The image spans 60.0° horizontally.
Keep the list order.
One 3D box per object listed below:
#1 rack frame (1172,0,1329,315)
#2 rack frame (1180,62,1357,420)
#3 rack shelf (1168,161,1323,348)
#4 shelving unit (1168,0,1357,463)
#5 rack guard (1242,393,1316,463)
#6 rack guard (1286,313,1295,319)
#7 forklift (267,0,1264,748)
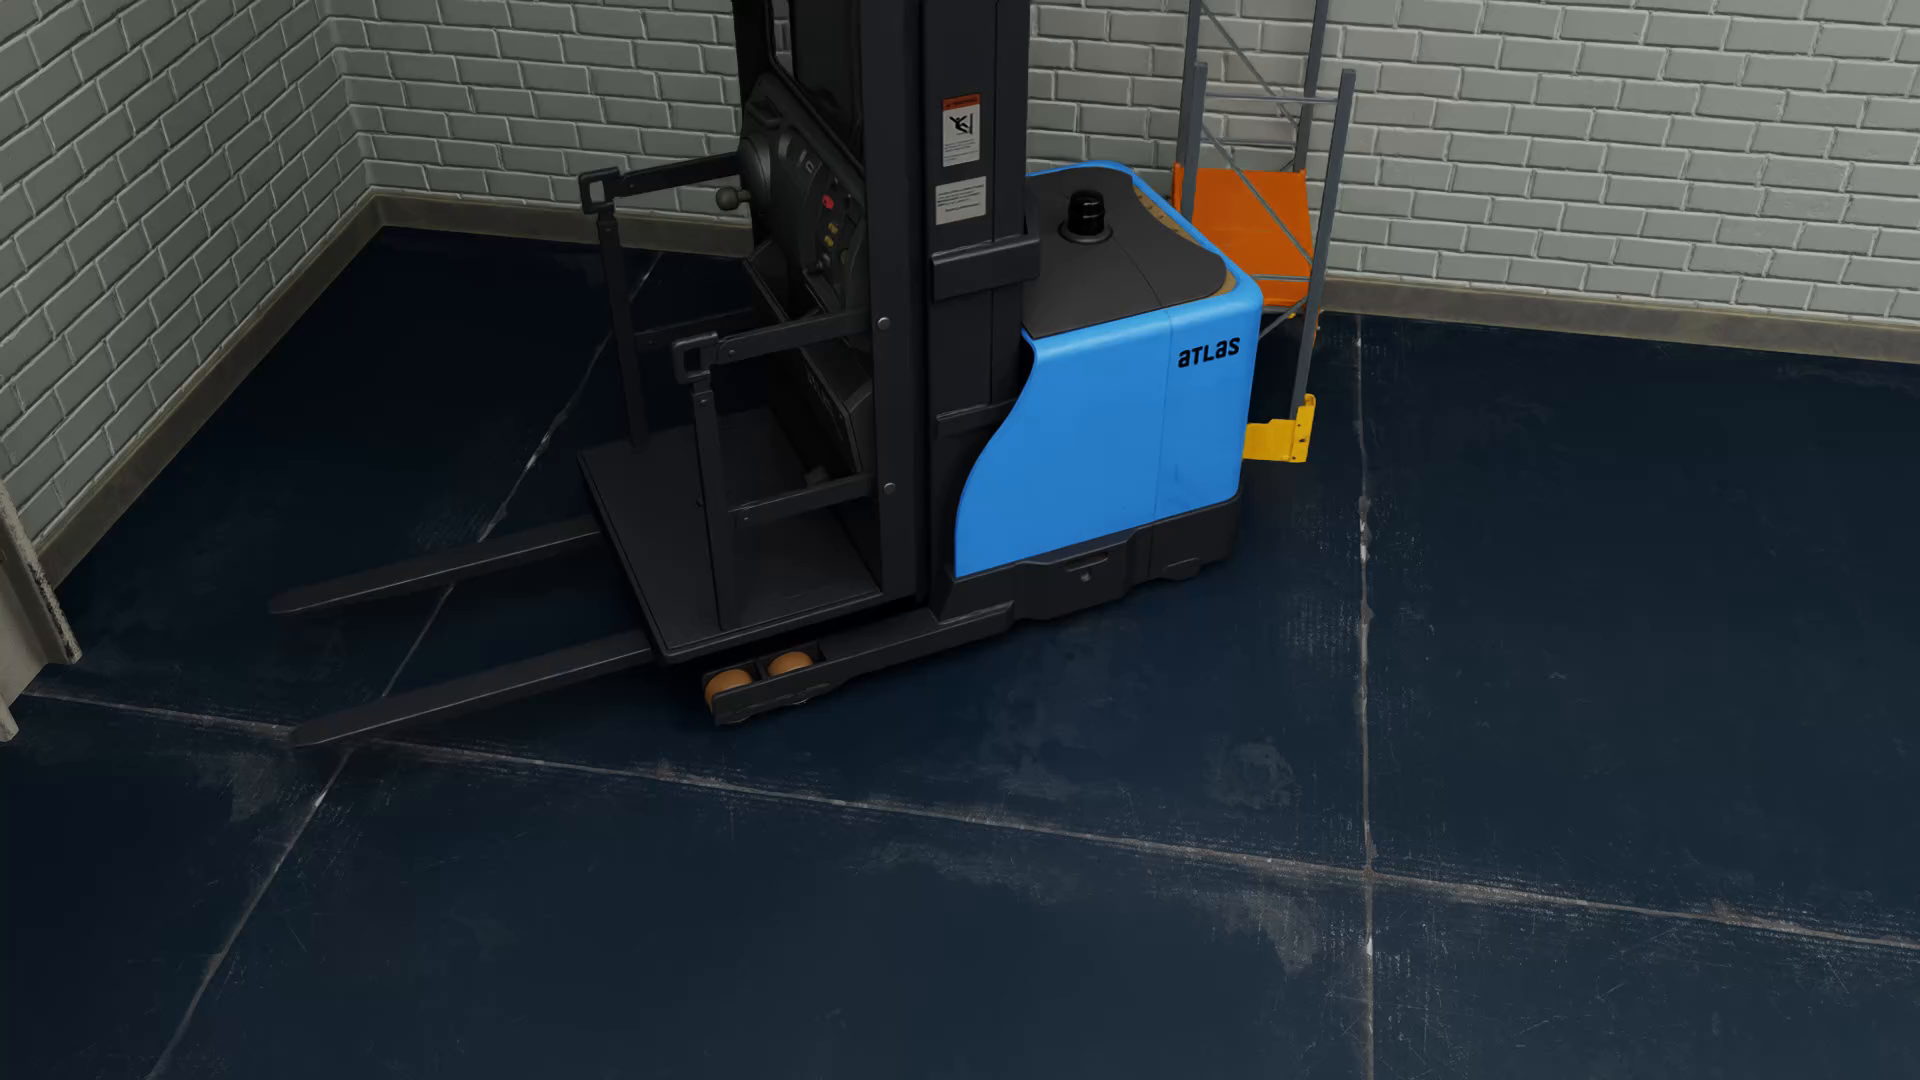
[{"bbox_3d":[1.092,-1.537,6.432,0.500,1.500,0.032,4,40,5],"label":"rack frame"},{"bbox_3d":[0.980,-0.893,5.654,0.500,1.500,0.032,4,40,5],"label":"rack frame"},{"bbox_3d":[1.036,-1.077,6.158,0.538,0.185,1.000,4,40,5],"label":"rack shelf"},{"bbox_3d":[1.037,-1.221,6.050,0.587,1.500,1.083,4,40,5],"label":"shelving unit"},{"bbox_3d":[0.982,-0.424,6.067,0.587,0.250,0.087,4,40,5],"label":"rack guard"},{"bbox_3d":[1.092,-1.055,6.830,0.587,0.250,0.087,4,40,5],"label":"rack guard"},{"bbox_3d":[-0.632,-0.955,4.605,3.031,2.935,1.130,-16,42,-18],"label":"forklift"}]
